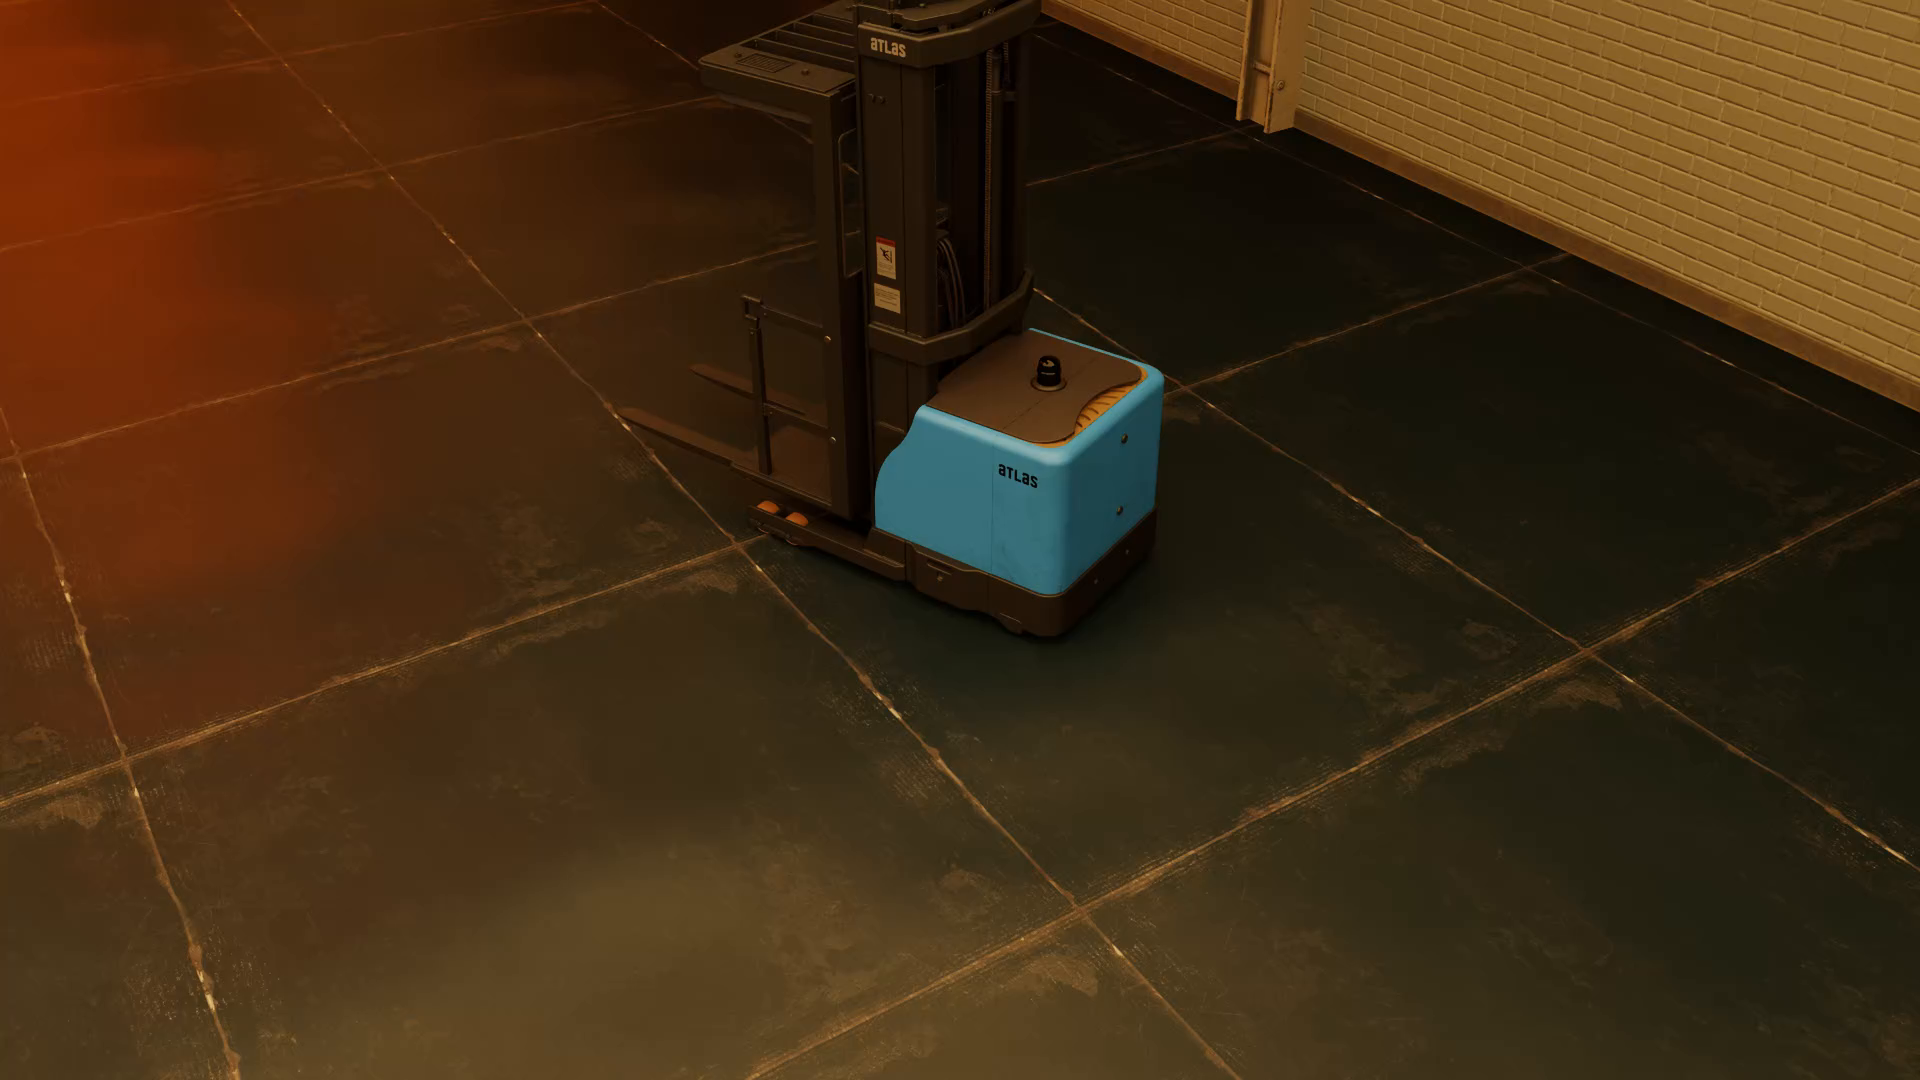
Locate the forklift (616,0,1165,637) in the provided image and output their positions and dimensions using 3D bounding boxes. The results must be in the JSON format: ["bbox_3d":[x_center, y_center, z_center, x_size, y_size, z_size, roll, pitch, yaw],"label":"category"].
[{"bbox_3d":[-0.500,-1.399,8.138,3.031,2.935,1.130,22,41,28],"label":"forklift"}]
